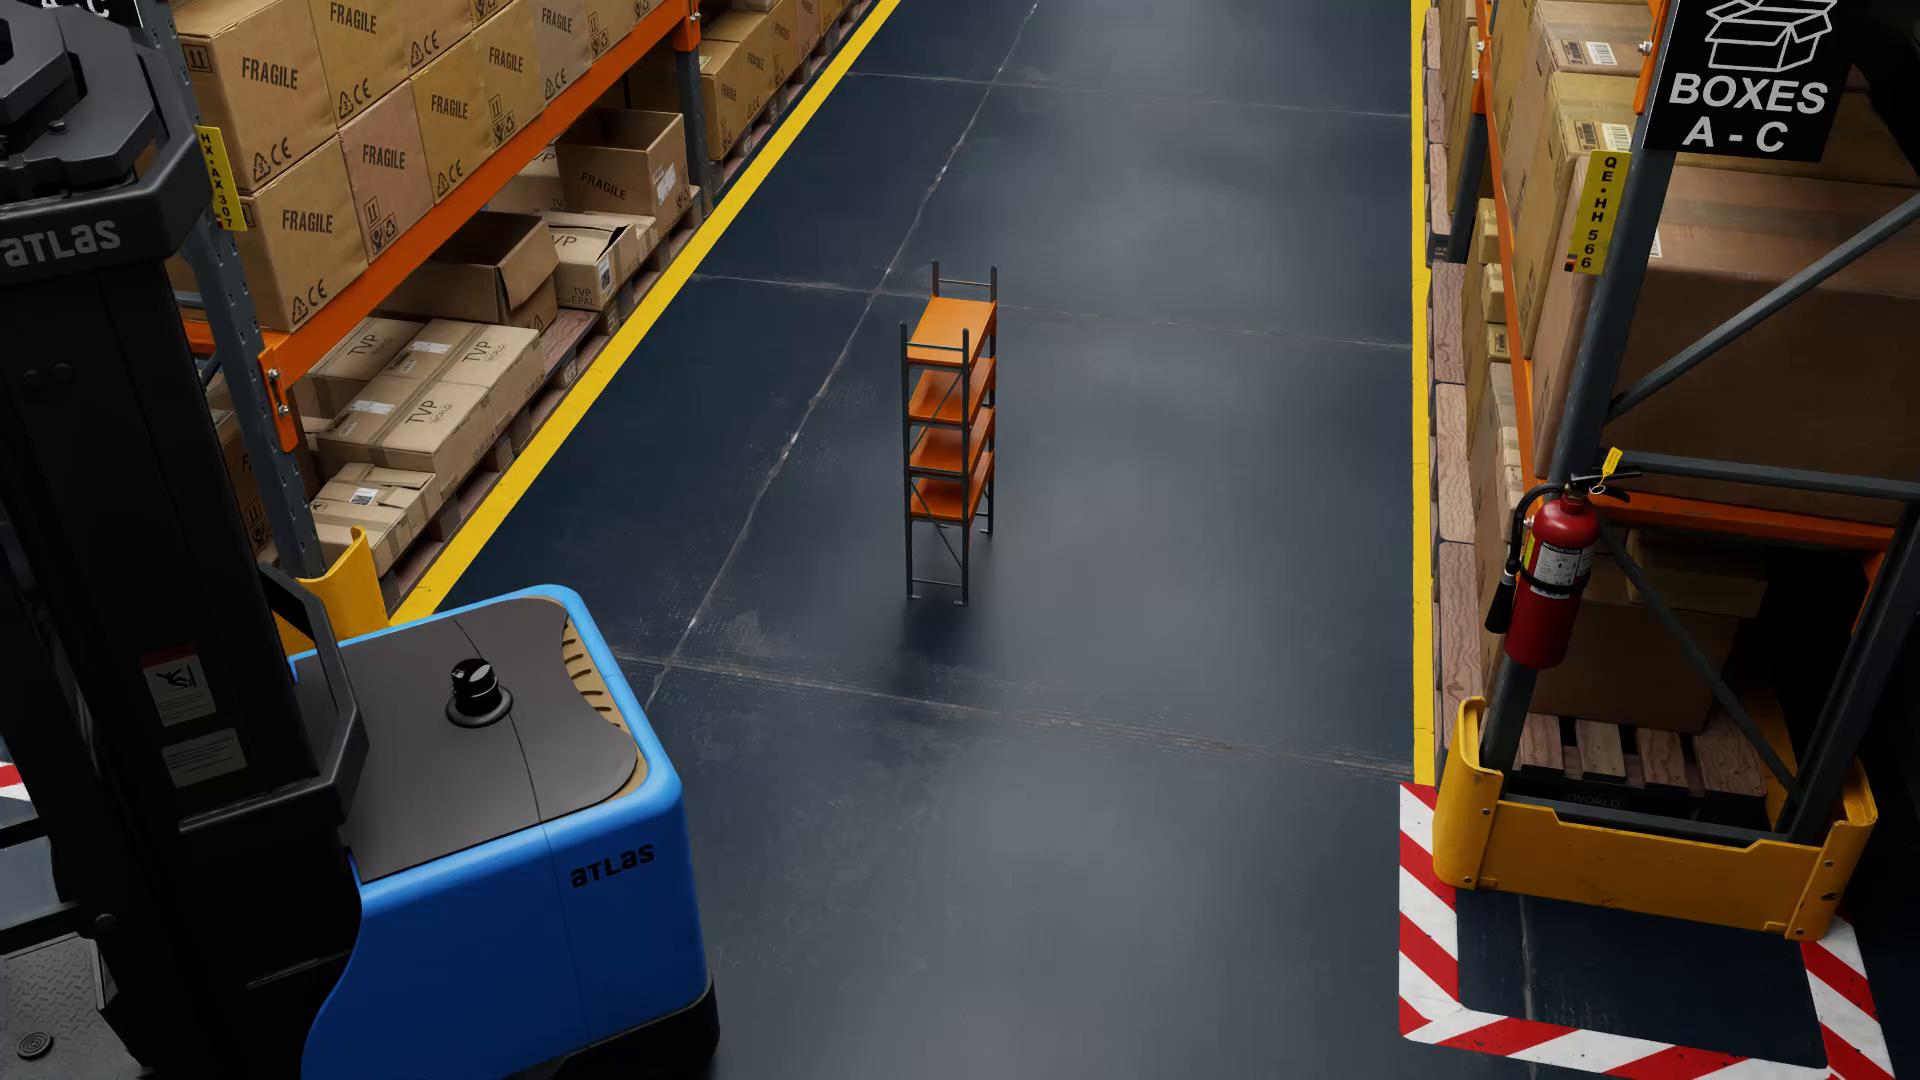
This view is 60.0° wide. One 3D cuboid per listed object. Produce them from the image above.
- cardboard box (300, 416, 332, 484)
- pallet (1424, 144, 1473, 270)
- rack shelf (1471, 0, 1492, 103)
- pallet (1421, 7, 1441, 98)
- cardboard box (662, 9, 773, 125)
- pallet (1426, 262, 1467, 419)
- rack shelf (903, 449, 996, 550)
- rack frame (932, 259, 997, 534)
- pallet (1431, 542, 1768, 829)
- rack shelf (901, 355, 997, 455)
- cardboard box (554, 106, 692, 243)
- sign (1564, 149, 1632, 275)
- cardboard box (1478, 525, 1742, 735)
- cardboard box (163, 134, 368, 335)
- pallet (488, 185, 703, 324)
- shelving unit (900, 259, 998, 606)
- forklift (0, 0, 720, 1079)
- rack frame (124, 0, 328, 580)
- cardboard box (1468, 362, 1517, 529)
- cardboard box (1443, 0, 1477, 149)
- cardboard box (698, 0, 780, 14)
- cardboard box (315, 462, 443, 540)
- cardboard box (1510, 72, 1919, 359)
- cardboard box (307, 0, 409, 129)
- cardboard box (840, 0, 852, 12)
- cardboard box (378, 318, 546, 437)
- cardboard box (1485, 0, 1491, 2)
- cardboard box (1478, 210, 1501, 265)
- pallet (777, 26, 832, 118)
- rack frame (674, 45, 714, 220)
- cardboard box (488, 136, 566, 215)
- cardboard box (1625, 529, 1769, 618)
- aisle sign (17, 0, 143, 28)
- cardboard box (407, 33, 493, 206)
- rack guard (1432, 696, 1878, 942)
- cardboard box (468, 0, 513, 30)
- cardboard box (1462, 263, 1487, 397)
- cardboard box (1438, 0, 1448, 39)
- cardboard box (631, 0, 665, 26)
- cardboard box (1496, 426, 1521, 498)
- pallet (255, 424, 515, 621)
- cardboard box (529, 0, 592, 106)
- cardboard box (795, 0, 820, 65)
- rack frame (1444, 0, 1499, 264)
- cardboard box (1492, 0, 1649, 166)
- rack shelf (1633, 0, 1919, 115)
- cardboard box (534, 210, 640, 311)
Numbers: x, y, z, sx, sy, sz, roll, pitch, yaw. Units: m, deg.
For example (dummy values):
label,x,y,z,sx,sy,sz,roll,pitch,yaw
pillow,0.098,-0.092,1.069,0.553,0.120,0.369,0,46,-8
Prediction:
label,x,y,z,sx,sy,sz,roll,pitch,yaw
cardboard box,-2.681,-0.382,6.760,0.380,0.166,0.250,7,37,10
pallet,3.055,-1.784,9.032,1.003,0.211,1.213,7,37,10
rack shelf,3.391,-3.317,9.383,1.077,0.370,4.000,7,37,10
pallet,3.576,-3.183,10.962,1.003,0.211,1.213,7,37,10
cardboard box,-1.432,-2.800,9.813,0.500,0.500,0.500,8,37,11
pallet,2.725,-0.906,7.821,1.003,0.211,1.213,7,37,10
rack shelf,-0.035,-0.176,6.423,0.258,0.148,0.480,7,37,10
rack frame,0.017,-0.531,6.460,0.240,1.200,0.015,7,37,10
pallet,2.204,0.493,5.891,1.003,0.211,1.213,7,37,10
rack shelf,-0.035,-0.518,6.175,0.258,0.148,0.480,7,37,10
cardboard box,-1.721,-1.884,8.549,0.500,0.500,0.500,7,37,10
sign,1.582,-0.809,4.122,0.100,0.325,0.005,7,37,10
cardboard box,2.161,0.260,5.608,0.700,0.500,0.500,7,37,10
cardboard box,-2.378,-1.049,5.556,0.500,0.500,0.500,8,37,11
pallet,-2.024,-1.558,8.719,1.003,0.211,1.213,7,37,10
shelving unit,-0.035,-0.391,6.267,0.258,1.200,0.503,7,37,10
forklift,-2.226,0.437,3.649,3.031,2.935,1.130,-17,39,-22
rack frame,-2.731,-0.787,5.280,1.000,3.000,0.127,7,37,10
cardboard box,2.375,-0.315,6.401,0.700,0.500,0.500,6,36,8
cardboard box,3.163,-2.660,9.338,0.750,0.750,0.750,8,37,11
cardboard box,-1.321,-3.370,9.960,0.500,0.250,0.500,7,37,10
cardboard box,-2.252,-0.158,6.452,0.380,0.166,0.250,7,37,10
cardboard box,2.353,-1.002,5.321,0.980,0.700,0.700,7,37,10
cardboard box,-2.274,-1.754,5.677,0.500,0.500,0.500,8,37,10
cardboard box,-0.992,-3.974,11.432,0.500,0.500,0.500,9,37,12
cardboard box,-2.124,-0.701,7.130,0.500,0.250,0.500,7,37,10
cardboard box,2.790,-2.745,8.178,0.380,0.149,0.250,8,37,11
cardboard box,2.453,-1.293,7.197,0.380,0.149,0.250,8,37,12
pallet,-1.481,-3.124,10.880,1.003,0.211,1.213,7,37,10
rack frame,-1.876,-3.080,8.444,1.000,3.000,0.127,7,37,10
cardboard box,-2.177,-1.956,8.809,0.500,0.311,0.500,7,37,10
cardboard box,2.330,0.094,5.284,0.380,0.149,0.250,8,37,10
aisle sign,-2.458,-1.764,4.412,0.394,0.787,0.004,7,37,10
cardboard box,-2.163,-1.633,6.362,0.500,0.500,0.500,7,37,10
rack guard,2.104,0.858,5.141,1.175,0.500,0.348,7,37,10
cardboard box,-2.055,-2.332,6.474,0.500,0.500,0.500,7,37,10
cardboard box,2.593,-0.916,7.230,0.700,0.500,0.500,7,37,9
cardboard box,3.533,-3.649,10.703,0.750,0.750,0.750,7,36,9
cardboard box,-1.732,-2.802,7.975,0.500,0.500,0.500,8,37,11
cardboard box,2.065,-0.246,5.753,0.380,0.149,0.250,8,37,11
pallet,-2.545,-0.159,6.789,1.003,0.211,1.213,7,37,10
cardboard box,-1.949,-2.212,7.160,0.500,0.500,0.500,8,37,11
cardboard box,-1.209,-3.376,10.607,0.500,0.500,0.500,6,36,8
rack frame,2.964,-2.462,7.590,1.000,3.000,0.127,7,37,10
cardboard box,2.671,-1.856,6.500,0.980,0.700,0.700,6,36,9
rack shelf,2.537,-2.238,5.339,1.077,0.370,4.000,7,37,10
cardboard box,-1.881,-1.378,8.011,0.500,0.311,0.500,7,37,10
